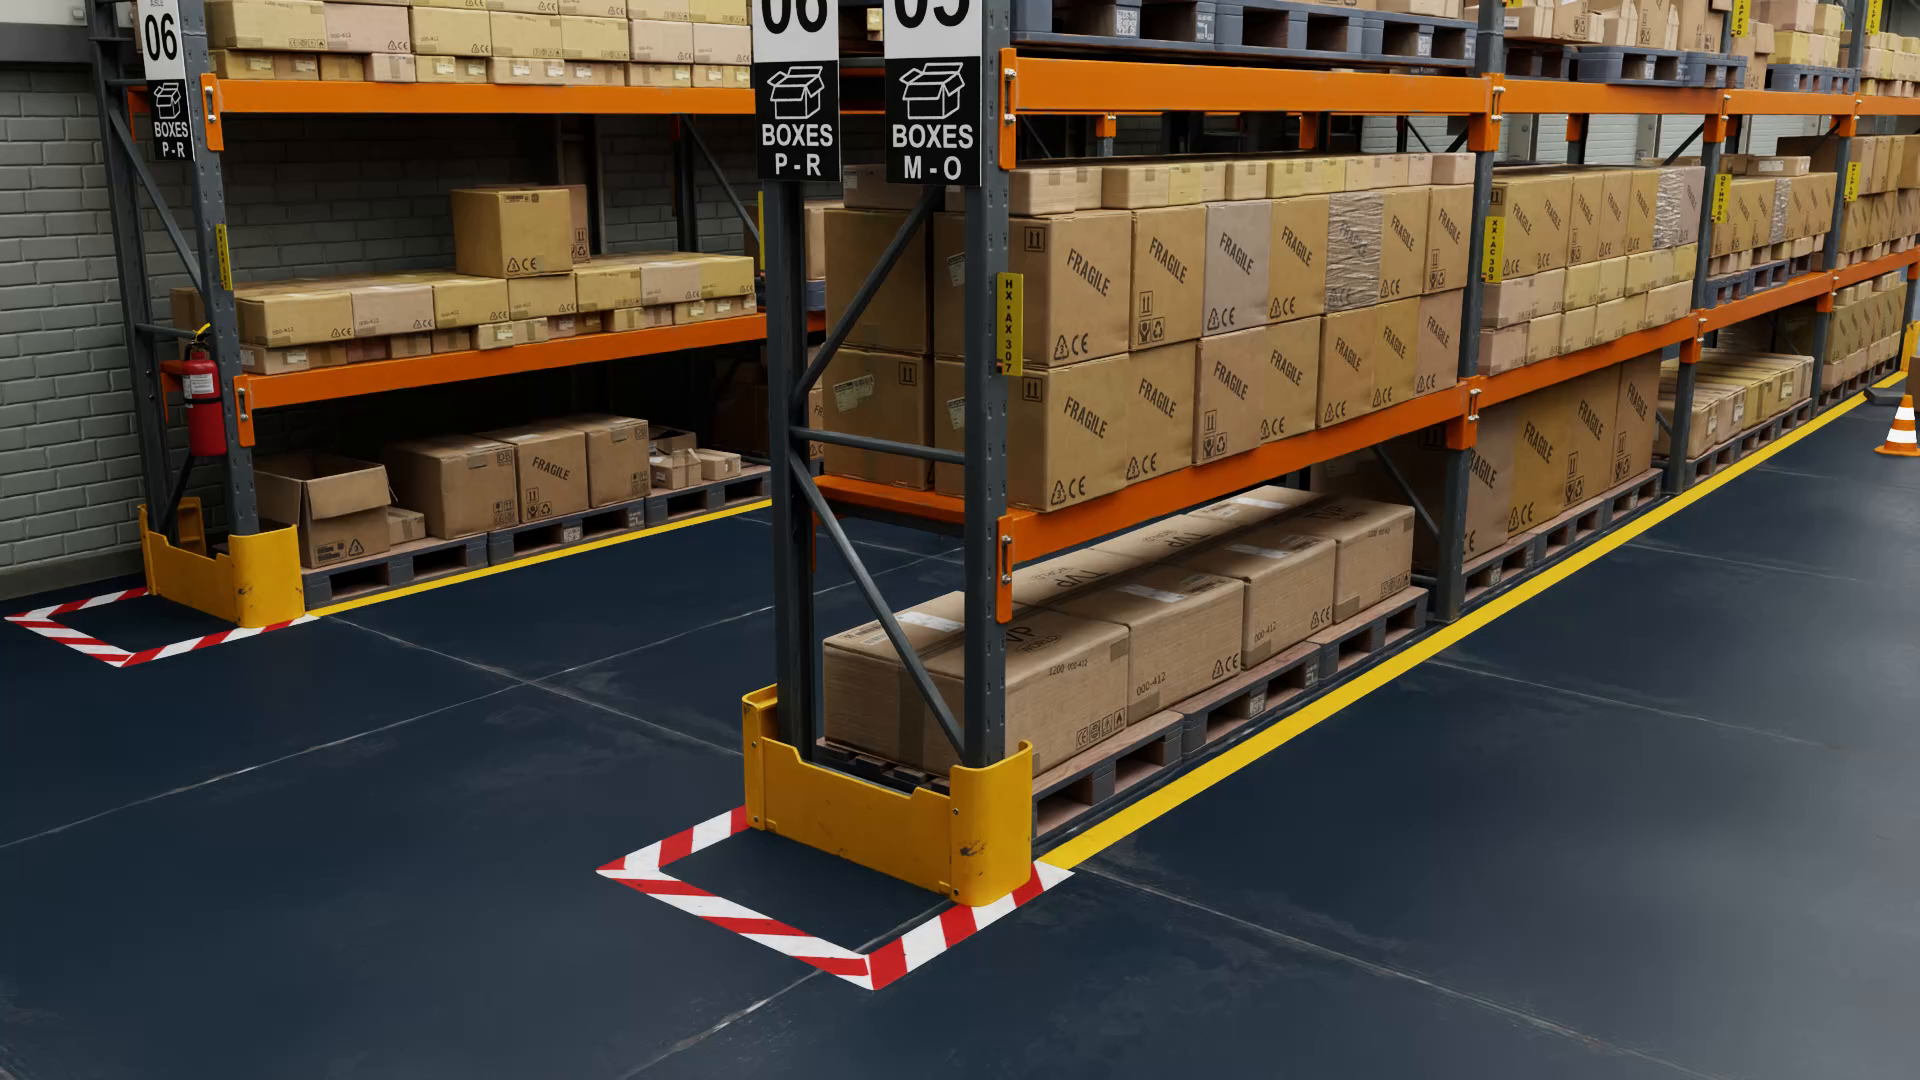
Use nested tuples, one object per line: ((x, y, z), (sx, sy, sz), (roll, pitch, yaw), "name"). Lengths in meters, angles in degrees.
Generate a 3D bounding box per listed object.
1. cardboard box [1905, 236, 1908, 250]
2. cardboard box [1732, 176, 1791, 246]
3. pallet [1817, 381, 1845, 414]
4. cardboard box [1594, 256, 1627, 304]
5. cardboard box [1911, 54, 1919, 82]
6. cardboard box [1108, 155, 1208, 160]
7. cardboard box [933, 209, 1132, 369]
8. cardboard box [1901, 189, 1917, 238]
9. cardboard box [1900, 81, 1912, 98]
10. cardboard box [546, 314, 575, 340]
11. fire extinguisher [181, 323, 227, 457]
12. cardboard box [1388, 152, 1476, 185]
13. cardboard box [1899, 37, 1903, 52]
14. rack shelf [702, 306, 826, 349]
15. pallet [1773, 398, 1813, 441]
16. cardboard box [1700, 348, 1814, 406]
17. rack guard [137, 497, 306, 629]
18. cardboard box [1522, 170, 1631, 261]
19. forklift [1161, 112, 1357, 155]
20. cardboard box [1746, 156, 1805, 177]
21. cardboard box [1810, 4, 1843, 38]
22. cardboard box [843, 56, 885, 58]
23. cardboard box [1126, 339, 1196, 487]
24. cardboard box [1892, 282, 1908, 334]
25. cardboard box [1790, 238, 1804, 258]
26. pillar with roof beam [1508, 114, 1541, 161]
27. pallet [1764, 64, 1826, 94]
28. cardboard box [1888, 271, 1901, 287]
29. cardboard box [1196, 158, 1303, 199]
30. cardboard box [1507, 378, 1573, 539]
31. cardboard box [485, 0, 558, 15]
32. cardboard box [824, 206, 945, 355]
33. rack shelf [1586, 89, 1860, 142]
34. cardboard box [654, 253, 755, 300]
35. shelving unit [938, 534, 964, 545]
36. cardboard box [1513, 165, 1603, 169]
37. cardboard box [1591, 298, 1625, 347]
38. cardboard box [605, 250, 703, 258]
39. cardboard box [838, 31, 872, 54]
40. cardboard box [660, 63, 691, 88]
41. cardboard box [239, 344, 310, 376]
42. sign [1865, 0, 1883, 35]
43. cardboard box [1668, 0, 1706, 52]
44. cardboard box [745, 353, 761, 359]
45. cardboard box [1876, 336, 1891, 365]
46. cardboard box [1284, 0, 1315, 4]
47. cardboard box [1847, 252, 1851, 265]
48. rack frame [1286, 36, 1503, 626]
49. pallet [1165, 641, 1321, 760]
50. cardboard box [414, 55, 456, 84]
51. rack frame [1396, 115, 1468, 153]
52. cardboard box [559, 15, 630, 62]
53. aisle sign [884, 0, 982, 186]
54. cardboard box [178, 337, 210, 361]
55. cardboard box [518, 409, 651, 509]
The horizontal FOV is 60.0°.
((9.468, -3.046, 17.032), (0.380, 0.149, 0.250), (11, 18, 37), "cardboard box")
((6.193, -2.597, 13.093), (0.500, 0.500, 0.500), (10, 18, 35), "cardboard box")
((7.668, -1.401, 15.708), (1.003, 0.211, 1.213), (11, 18, 38), "pallet")
((3.701, -1.590, 10.080), (0.500, 0.250, 0.500), (11, 18, 36), "cardboard box")
((9.036, -4.574, 16.143), (0.500, 0.250, 0.500), (12, 18, 39), "cardboard box")
((0.873, -1.625, 7.374), (0.380, 0.149, 0.250), (11, 18, 38), "cardboard box")
((0.255, -0.901, 5.844), (0.500, 0.500, 0.500), (11, 18, 36), "cardboard box")
((9.342, -3.335, 16.852), (0.500, 0.500, 0.500), (11, 18, 38), "cardboard box")
((8.850, -4.304, 15.890), (0.380, 0.149, 0.250), (11, 18, 37), "cardboard box")
((-2.605, -1.339, 10.311), (0.380, 0.149, 0.250), (11, 18, 37), "cardboard box")
((-3.865, -0.770, 8.475), (0.296, 0.674, 0.183), (11, 18, 38), "fire extinguisher")
((2.299, -1.825, 8.165), (0.380, 0.149, 0.250), (11, 18, 36), "cardboard box")
((8.638, -4.657, 15.661), (0.380, 0.149, 0.250), (12, 18, 39), "cardboard box")
((-0.361, -1.888, 13.423), (1.077, 0.370, 4.000), (11, 18, 38), "rack shelf")
((6.785, -1.117, 14.593), (1.003, 0.211, 1.213), (11, 18, 38), "pallet")
((6.946, -1.447, 14.712), (0.950, 0.372, 0.625), (12, 18, 38), "cardboard box")
((-4.084, 0.109, 9.177), (1.175, 0.500, 0.348), (11, 18, 38), "rack guard")
((3.681, -1.956, 9.998), (0.500, 0.500, 0.500), (11, 18, 37), "cardboard box")
((2.246, -2.013, 12.594), (1.130, 2.935, 3.031), (13, 19, 41), "forklift")
((6.582, -3.015, 13.423), (0.380, 0.149, 0.250), (10, 18, 35), "cardboard box")
((7.008, -4.314, 13.858), (0.500, 0.250, 0.500), (12, 18, 39), "cardboard box")
((-0.736, -3.769, 12.729), (0.380, 0.149, 0.250), (11, 18, 38), "cardboard box")
((0.553, -0.517, 6.364), (0.500, 0.500, 0.500), (11, 18, 37), "cardboard box")
((9.487, -2.425, 17.284), (0.500, 0.500, 0.500), (11, 18, 38), "cardboard box")
((6.694, -2.407, 13.662), (0.380, 0.149, 0.250), (11, 18, 38), "cardboard box")
((11.905, -7.548, 22.060), (9.100, 9.000, 0.400), (11, 18, 38), "pillar with roof beam")
((6.153, -3.680, 13.307), (1.213, 0.211, 1.003), (11, 18, 38), "pallet")
((9.308, -2.658, 16.887), (0.380, 0.149, 0.250), (12, 19, 39), "cardboard box")
((1.177, -1.483, 6.818), (0.380, 0.149, 0.250), (11, 18, 36), "cardboard box")
((3.135, -0.565, 10.218), (0.875, 0.875, 0.875), (12, 19, 39), "cardboard box")
((-2.706, -3.193, 9.694), (0.500, 0.250, 0.500), (12, 18, 39), "cardboard box")
((-0.151, -0.982, 6.164), (0.500, 0.500, 0.500), (12, 19, 39), "cardboard box")
((6.016, -3.340, 13.049), (1.077, 0.370, 4.000), (11, 18, 38), "rack shelf")
((-1.748, -1.790, 11.276), (0.500, 0.250, 0.500), (12, 18, 39), "cardboard box")
((0.009, -0.584, 10.486), (0.258, 1.200, 0.189), (11, 18, 38), "shelving unit")
((3.955, -2.232, 11.084), (0.500, 0.500, 0.500), (11, 18, 38), "cardboard box")
((3.707, -1.346, 10.134), (0.500, 0.250, 0.500), (11, 18, 37), "cardboard box")
((-2.139, -1.872, 11.600), (0.500, 0.250, 0.500), (11, 18, 37), "cardboard box")
((-0.848, -3.541, 11.832), (0.380, 0.149, 0.250), (11, 18, 38), "cardboard box")
((-1.946, -2.975, 10.658), (0.380, 0.149, 0.250), (12, 19, 39), "cardboard box")
((-3.712, -0.986, 8.923), (0.380, 0.149, 0.250), (11, 18, 37), "cardboard box")
((7.707, -4.428, 14.020), (0.100, 0.325, 0.005), (11, 18, 38), "sign")
((4.285, -3.339, 10.526), (0.700, 0.500, 0.500), (10, 17, 35), "cardboard box")
((-1.449, -1.326, 12.658), (0.380, 0.149, 0.250), (11, 18, 38), "cardboard box")
((9.157, -1.961, 16.980), (0.500, 0.250, 0.500), (11, 18, 38), "cardboard box")
((1.115, -2.437, 6.774), (0.500, 0.500, 0.500), (12, 18, 38), "cardboard box")
((7.983, -2.619, 15.351), (0.380, 0.149, 0.250), (11, 18, 37), "cardboard box")
((2.245, -1.086, 8.806), (1.000, 3.000, 0.127), (11, 18, 38), "rack frame")
((0.940, 0.634, 7.700), (1.003, 0.211, 1.213), (11, 18, 38), "pallet")
((-3.036, -2.628, 9.296), (0.380, 0.149, 0.250), (11, 18, 37), "cardboard box")
((5.924, -4.152, 20.873), (1.000, 3.000, 0.127), (11, 18, 38), "rack frame")
((-2.376, -3.050, 10.146), (0.500, 0.250, 0.500), (12, 18, 39), "cardboard box")
((-0.088, -1.521, 5.240), (0.394, 0.787, 0.004), (11, 18, 38), "aisle sign")
((-4.132, -1.071, 9.256), (0.380, 0.149, 0.250), (11, 18, 37), "cardboard box")
((-2.454, -0.538, 10.874), (0.700, 0.500, 0.500), (10, 18, 35), "cardboard box")
